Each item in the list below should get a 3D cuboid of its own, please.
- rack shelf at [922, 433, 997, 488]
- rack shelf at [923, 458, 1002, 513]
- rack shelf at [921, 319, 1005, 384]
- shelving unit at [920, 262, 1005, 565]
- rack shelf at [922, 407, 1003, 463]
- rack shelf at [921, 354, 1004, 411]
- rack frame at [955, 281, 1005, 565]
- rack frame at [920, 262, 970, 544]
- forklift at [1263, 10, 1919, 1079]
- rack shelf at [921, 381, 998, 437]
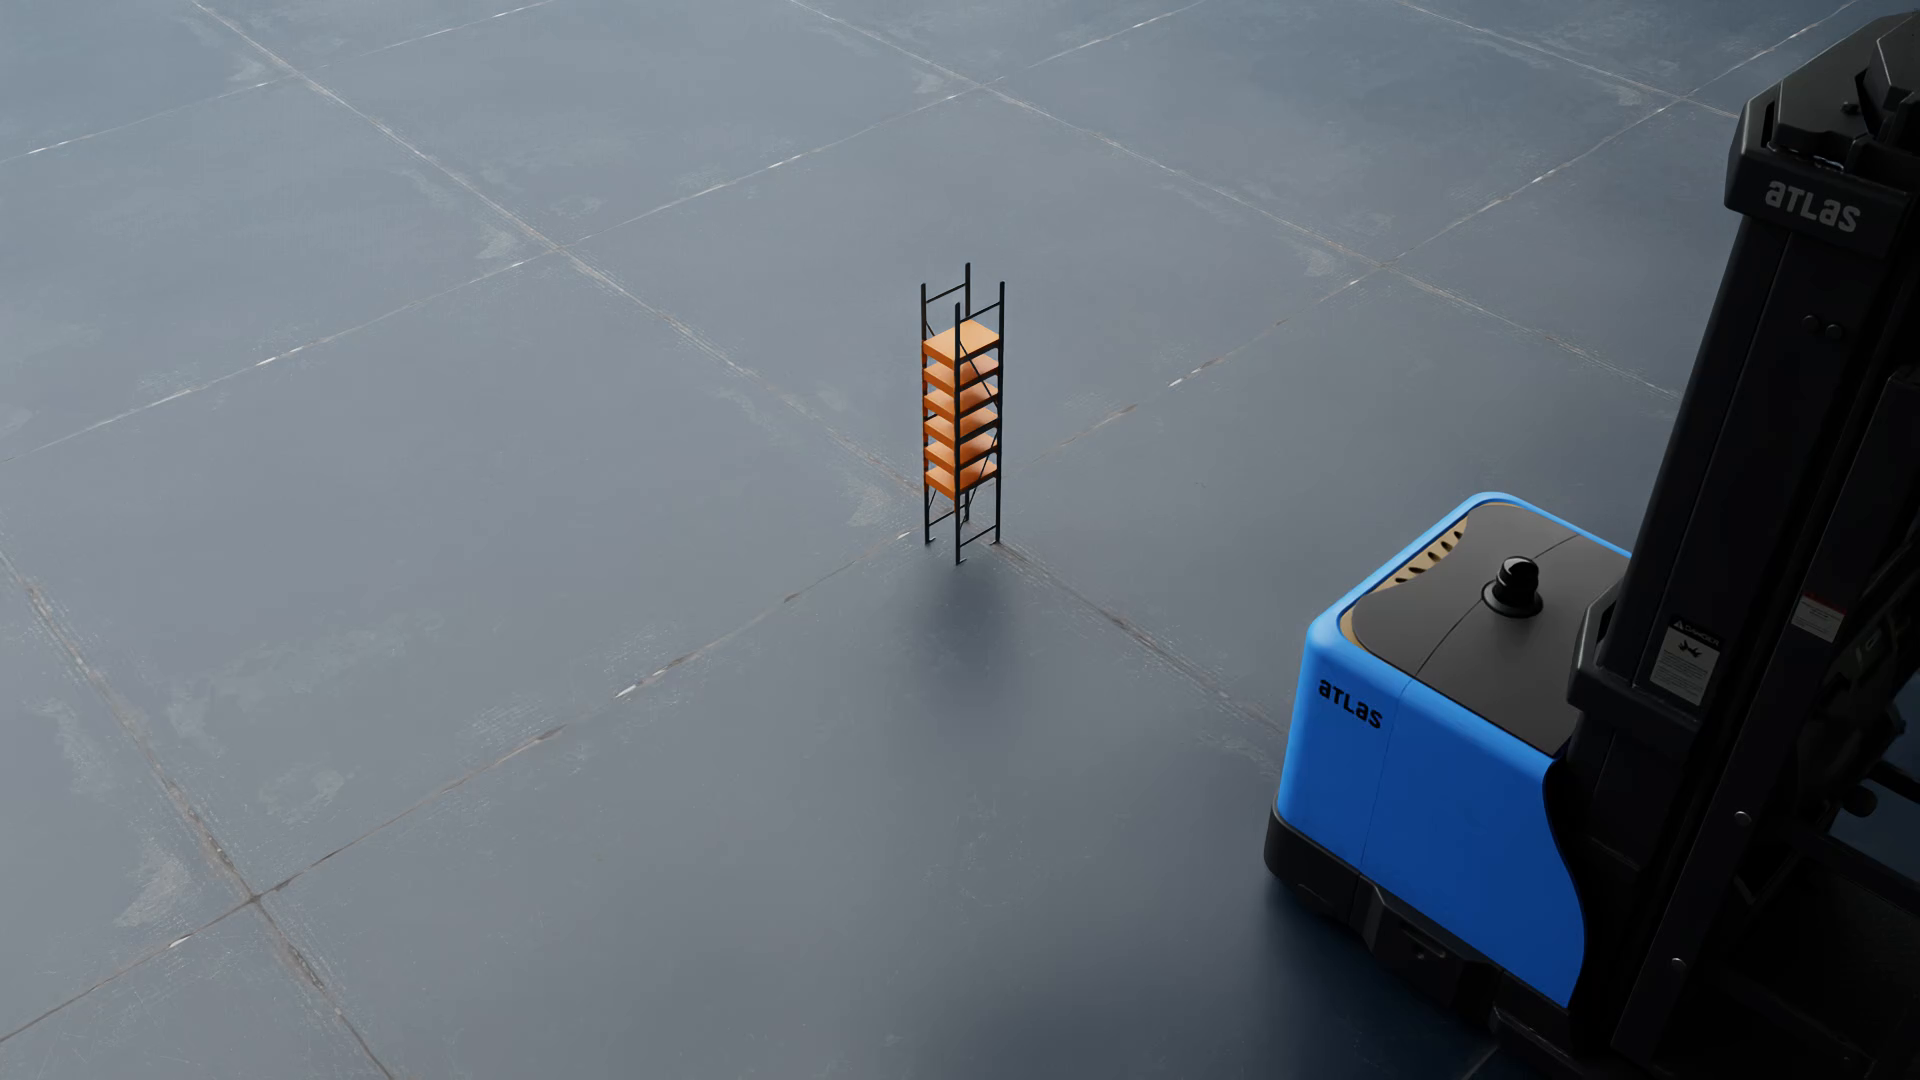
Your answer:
[{"bbox_3d":[0.010,-0.332,6.468,0.258,0.103,0.180,-30,48,-32],"label":"rack shelf"},{"bbox_3d":[0.010,-0.239,6.543,0.258,0.103,0.180,-30,48,-32],"label":"rack shelf"},{"bbox_3d":[0.010,-0.706,6.166,0.258,0.103,0.180,-30,48,-32],"label":"rack shelf"},{"bbox_3d":[0.010,-0.460,6.365,0.258,1.200,0.189,-30,48,-32],"label":"shelving unit"},{"bbox_3d":[0.010,-0.426,6.393,0.258,0.103,0.180,-30,48,-32],"label":"rack shelf"},{"bbox_3d":[0.010,-0.612,6.242,0.258,0.103,0.180,-30,48,-32],"label":"rack shelf"},{"bbox_3d":[0.072,-0.418,6.312,0.240,1.200,0.006,-30,48,-32],"label":"rack frame"},{"bbox_3d":[-0.052,-0.502,6.417,0.240,1.200,0.006,-30,48,-32],"label":"rack frame"},{"bbox_3d":[2.372,0.388,3.937,1.130,2.935,3.031,-32,49,-33],"label":"forklift"},{"bbox_3d":[0.010,-0.519,6.317,0.258,0.103,0.180,-30,48,-32],"label":"rack shelf"}]
